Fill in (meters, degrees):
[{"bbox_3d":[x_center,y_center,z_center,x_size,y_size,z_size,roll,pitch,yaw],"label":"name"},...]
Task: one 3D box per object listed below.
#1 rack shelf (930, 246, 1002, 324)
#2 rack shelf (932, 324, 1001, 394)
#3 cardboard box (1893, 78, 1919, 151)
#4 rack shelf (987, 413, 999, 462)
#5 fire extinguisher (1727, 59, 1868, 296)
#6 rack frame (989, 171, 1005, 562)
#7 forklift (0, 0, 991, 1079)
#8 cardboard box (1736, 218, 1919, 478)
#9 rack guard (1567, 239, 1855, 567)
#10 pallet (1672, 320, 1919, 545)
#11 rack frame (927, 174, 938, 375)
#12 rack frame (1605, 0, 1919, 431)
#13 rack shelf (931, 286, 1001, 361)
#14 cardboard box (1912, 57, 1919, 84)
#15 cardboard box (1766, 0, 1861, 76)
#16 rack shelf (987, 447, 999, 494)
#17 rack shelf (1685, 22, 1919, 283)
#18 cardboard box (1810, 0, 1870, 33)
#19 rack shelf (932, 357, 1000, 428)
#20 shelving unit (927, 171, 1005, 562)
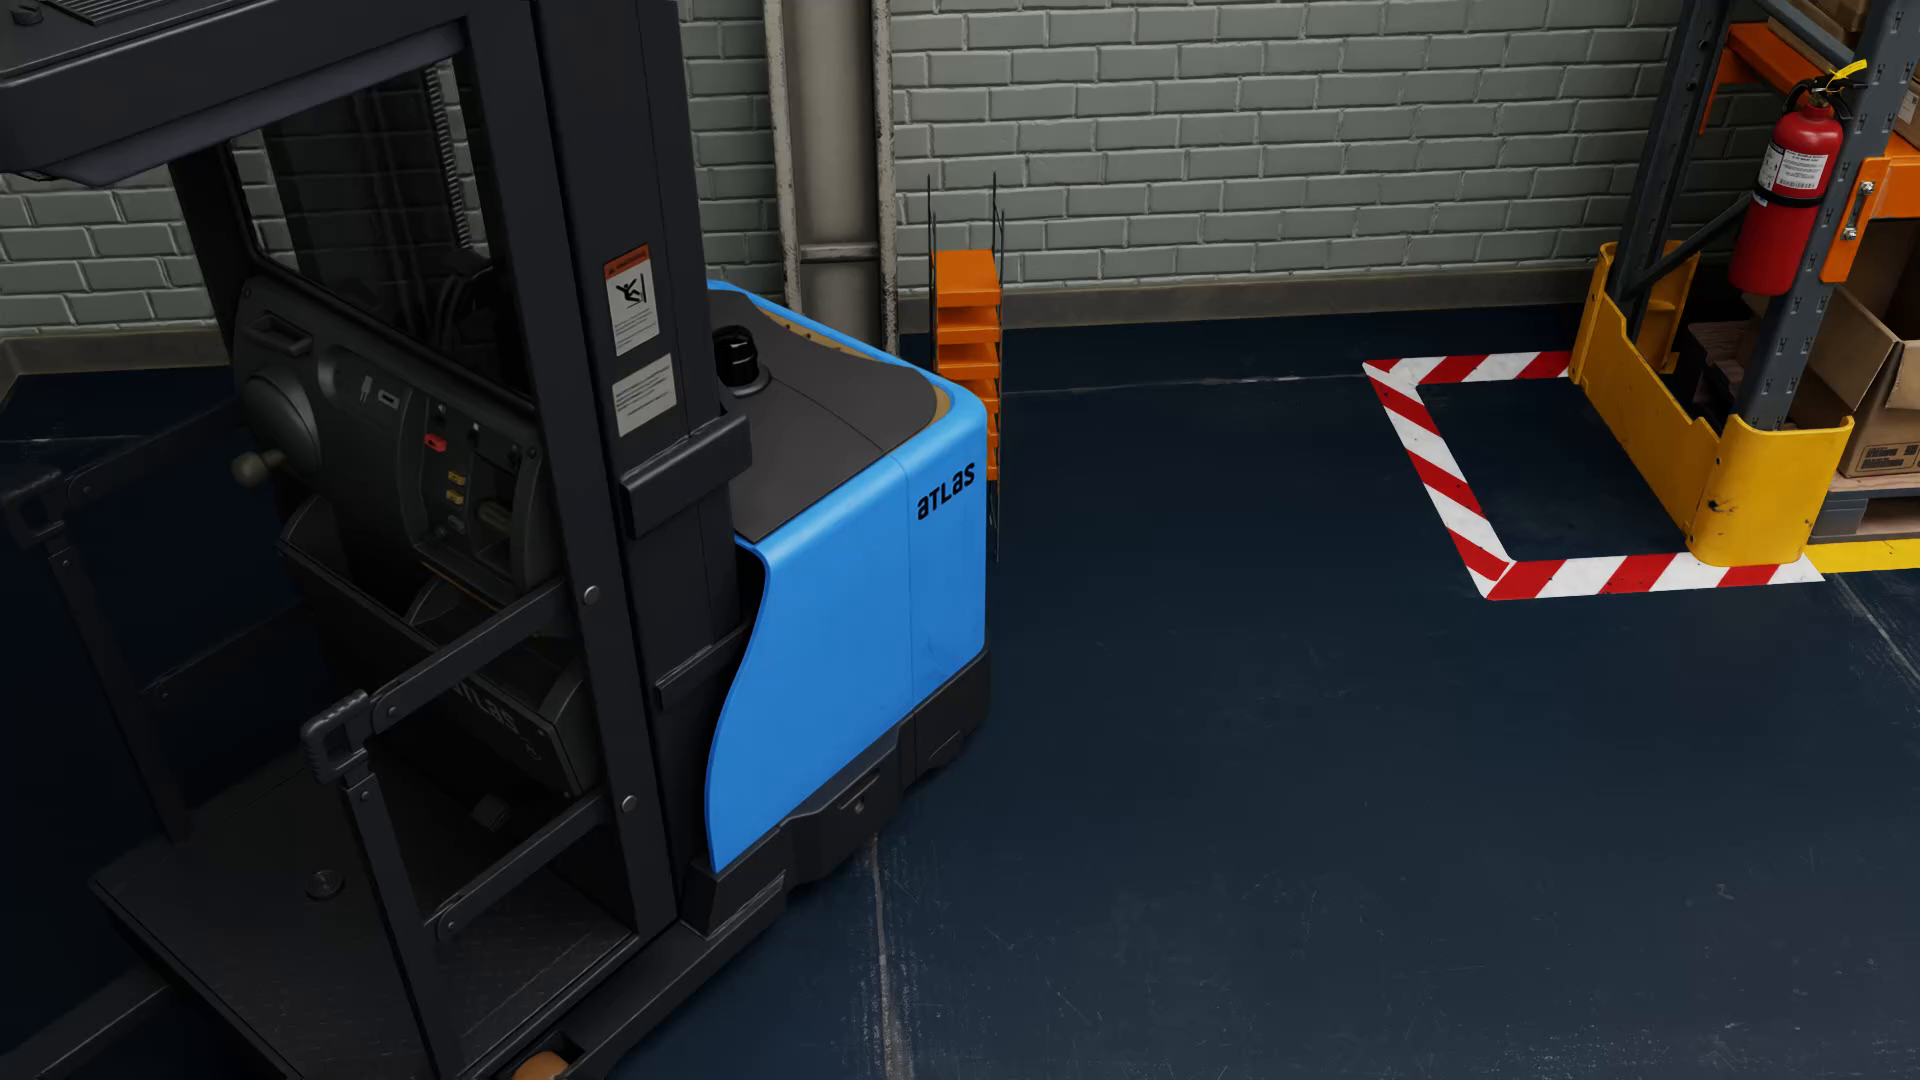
[{"bbox_3d":[0.014,-0.720,4.684,0.180,0.103,0.258,-3,38,-4],"label":"rack shelf"},{"bbox_3d":[0.014,-0.531,4.833,0.180,0.103,0.258,-3,38,-4],"label":"rack shelf"},{"bbox_3d":[2.689,-1.206,4.559,0.250,0.149,0.380,-3,38,-4],"label":"cardboard box"},{"bbox_3d":[0.014,-0.343,4.981,0.180,0.103,0.258,-3,38,-4],"label":"rack shelf"},{"bbox_3d":[2.232,-0.986,4.441,0.183,0.674,0.296,-3,38,-4],"label":"fire extinguisher"},{"bbox_3d":[0.106,-0.477,4.886,0.006,1.200,0.240,-3,38,-4],"label":"rack frame"},{"bbox_3d":[-1.237,-0.127,3.045,1.130,2.935,3.031,27,45,30],"label":"forklift"},{"bbox_3d":[2.955,-0.616,5.285,0.637,0.503,0.797,-5,39,-6],"label":"cardboard box"},{"bbox_3d":[2.413,-0.478,5.453,0.348,0.500,1.175,-3,38,-4],"label":"rack guard"},{"bbox_3d":[3.207,-0.409,5.599,1.213,0.211,1.003,-3,38,-4],"label":"pallet"},{"bbox_3d":[-0.077,-0.467,4.873,0.006,1.200,0.240,-3,38,-4],"label":"rack frame"},{"bbox_3d":[2.338,-1.456,4.673,0.127,3.000,1.000,-3,38,-4],"label":"rack frame"},{"bbox_3d":[0.014,-0.625,4.758,0.180,0.103,0.258,-3,38,-4],"label":"rack shelf"},{"bbox_3d":[2.813,-1.372,4.448,0.500,0.250,0.500,-3,38,-4],"label":"cardboard box"},{"bbox_3d":[2.644,-1.541,4.984,0.250,0.149,0.380,-4,38,-4],"label":"cardboard box"},{"bbox_3d":[0.014,-0.249,5.056,0.180,0.103,0.258,-3,38,-4],"label":"rack shelf"},{"bbox_3d":[4.330,-1.283,5.035,4.000,0.370,1.077,-3,38,-4],"label":"rack shelf"},{"bbox_3d":[2.772,-1.702,4.867,0.500,0.250,0.500,-2,38,-3],"label":"cardboard box"},{"bbox_3d":[0.014,-0.437,4.907,0.180,0.103,0.258,-3,38,-4],"label":"rack shelf"},{"bbox_3d":[0.014,-0.472,4.879,0.189,1.200,0.258,-3,38,-4],"label":"shelving unit"}]
